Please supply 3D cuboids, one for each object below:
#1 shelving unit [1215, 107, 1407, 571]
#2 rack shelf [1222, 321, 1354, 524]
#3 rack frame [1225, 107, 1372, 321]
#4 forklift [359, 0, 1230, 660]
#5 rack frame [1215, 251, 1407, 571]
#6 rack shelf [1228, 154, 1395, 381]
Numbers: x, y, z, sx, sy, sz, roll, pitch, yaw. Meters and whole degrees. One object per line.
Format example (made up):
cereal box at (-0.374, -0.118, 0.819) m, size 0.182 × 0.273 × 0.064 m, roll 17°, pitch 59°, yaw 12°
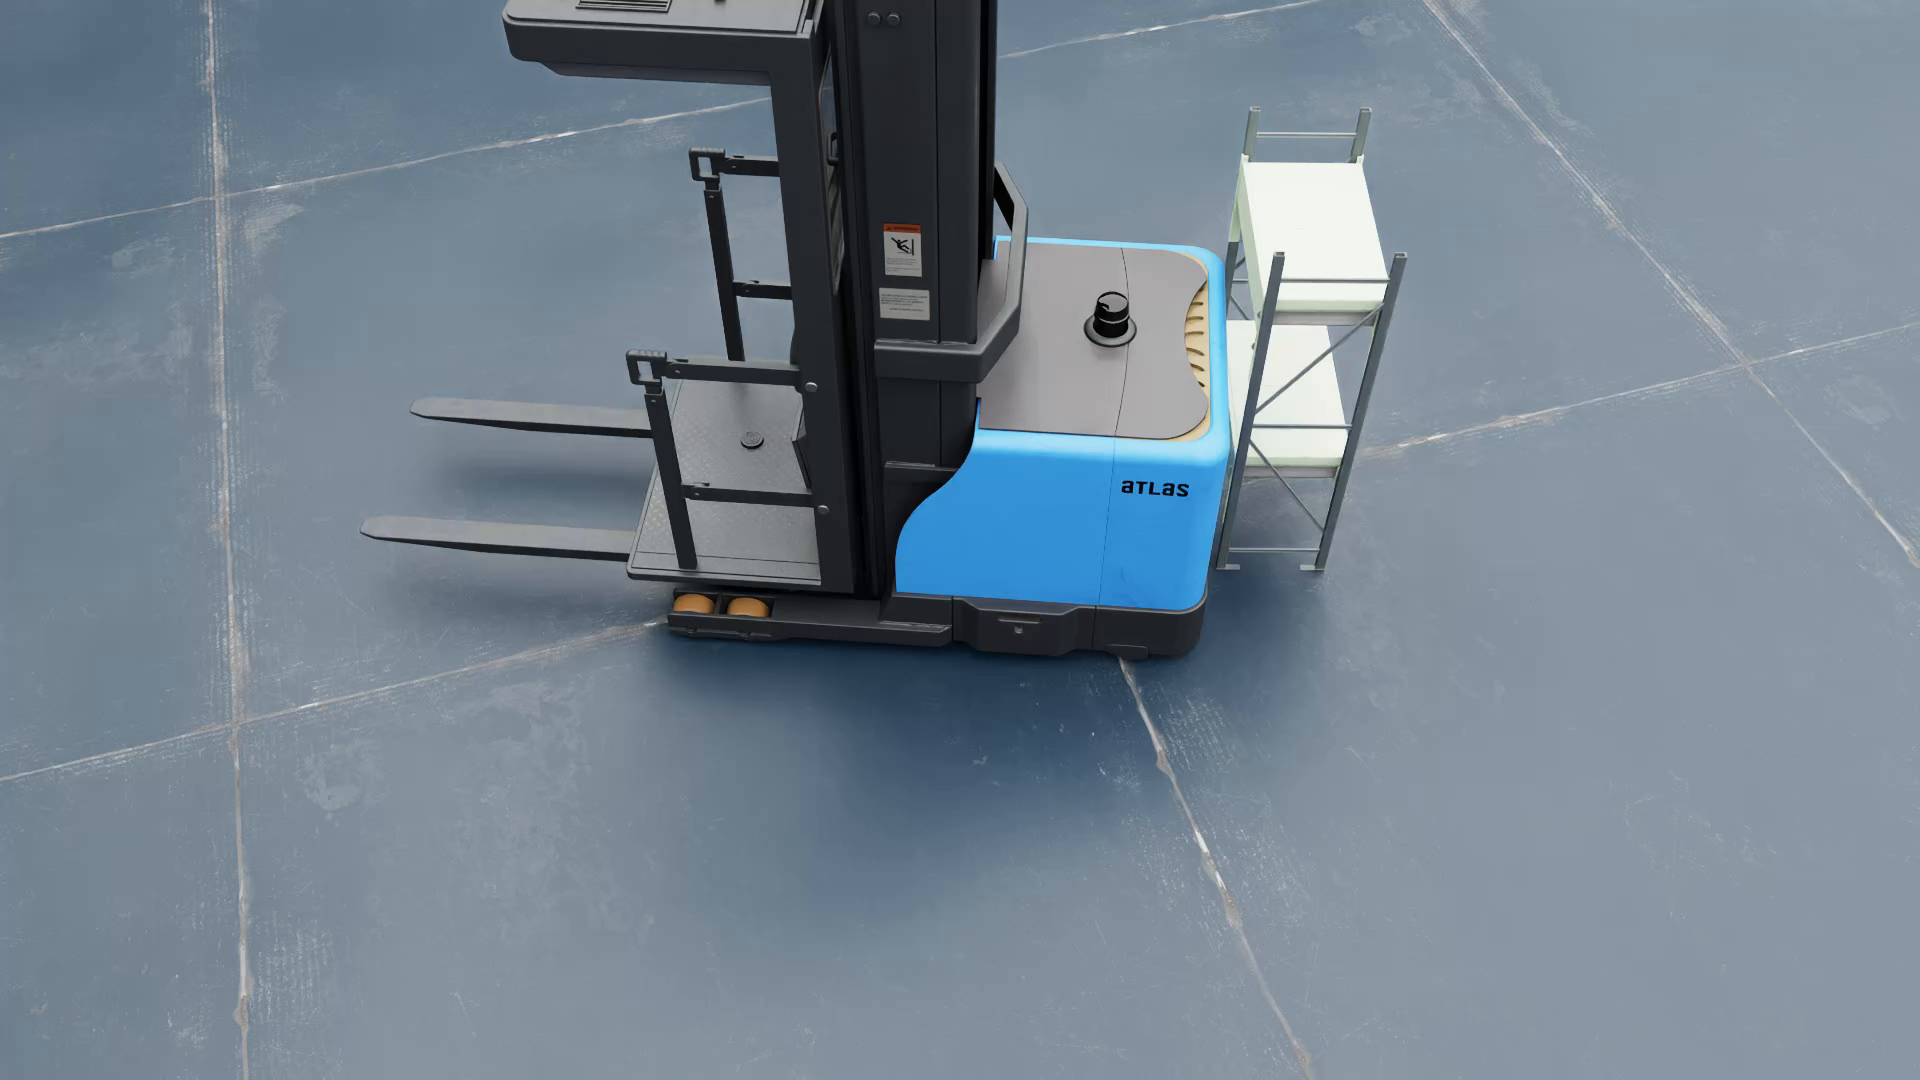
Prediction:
shelving unit at (1.152, -0.658, 5.824) m, size 0.431 × 1.500 × 0.755 m, roll 1°, pitch 50°, yaw 0°
rack shelf at (1.152, -0.448, 6.073) m, size 0.431 × 0.370 × 0.720 m, roll 1°, pitch 50°, yaw 0°
rack frame at (1.157, -0.938, 6.060) m, size 0.400 × 1.500 × 0.023 m, roll 1°, pitch 50°, yaw 0°
forklift at (-0.626, -0.985, 5.164) m, size 3.031 × 2.935 × 1.130 m, roll 4°, pitch 50°, yaw 3°
rack frame at (1.148, -0.378, 5.588) m, size 0.400 × 1.500 × 0.023 m, roll 1°, pitch 50°, yaw 0°
rack shelf at (1.152, -0.910, 5.526) m, size 0.431 × 0.370 × 0.720 m, roll 1°, pitch 50°, yaw 0°
